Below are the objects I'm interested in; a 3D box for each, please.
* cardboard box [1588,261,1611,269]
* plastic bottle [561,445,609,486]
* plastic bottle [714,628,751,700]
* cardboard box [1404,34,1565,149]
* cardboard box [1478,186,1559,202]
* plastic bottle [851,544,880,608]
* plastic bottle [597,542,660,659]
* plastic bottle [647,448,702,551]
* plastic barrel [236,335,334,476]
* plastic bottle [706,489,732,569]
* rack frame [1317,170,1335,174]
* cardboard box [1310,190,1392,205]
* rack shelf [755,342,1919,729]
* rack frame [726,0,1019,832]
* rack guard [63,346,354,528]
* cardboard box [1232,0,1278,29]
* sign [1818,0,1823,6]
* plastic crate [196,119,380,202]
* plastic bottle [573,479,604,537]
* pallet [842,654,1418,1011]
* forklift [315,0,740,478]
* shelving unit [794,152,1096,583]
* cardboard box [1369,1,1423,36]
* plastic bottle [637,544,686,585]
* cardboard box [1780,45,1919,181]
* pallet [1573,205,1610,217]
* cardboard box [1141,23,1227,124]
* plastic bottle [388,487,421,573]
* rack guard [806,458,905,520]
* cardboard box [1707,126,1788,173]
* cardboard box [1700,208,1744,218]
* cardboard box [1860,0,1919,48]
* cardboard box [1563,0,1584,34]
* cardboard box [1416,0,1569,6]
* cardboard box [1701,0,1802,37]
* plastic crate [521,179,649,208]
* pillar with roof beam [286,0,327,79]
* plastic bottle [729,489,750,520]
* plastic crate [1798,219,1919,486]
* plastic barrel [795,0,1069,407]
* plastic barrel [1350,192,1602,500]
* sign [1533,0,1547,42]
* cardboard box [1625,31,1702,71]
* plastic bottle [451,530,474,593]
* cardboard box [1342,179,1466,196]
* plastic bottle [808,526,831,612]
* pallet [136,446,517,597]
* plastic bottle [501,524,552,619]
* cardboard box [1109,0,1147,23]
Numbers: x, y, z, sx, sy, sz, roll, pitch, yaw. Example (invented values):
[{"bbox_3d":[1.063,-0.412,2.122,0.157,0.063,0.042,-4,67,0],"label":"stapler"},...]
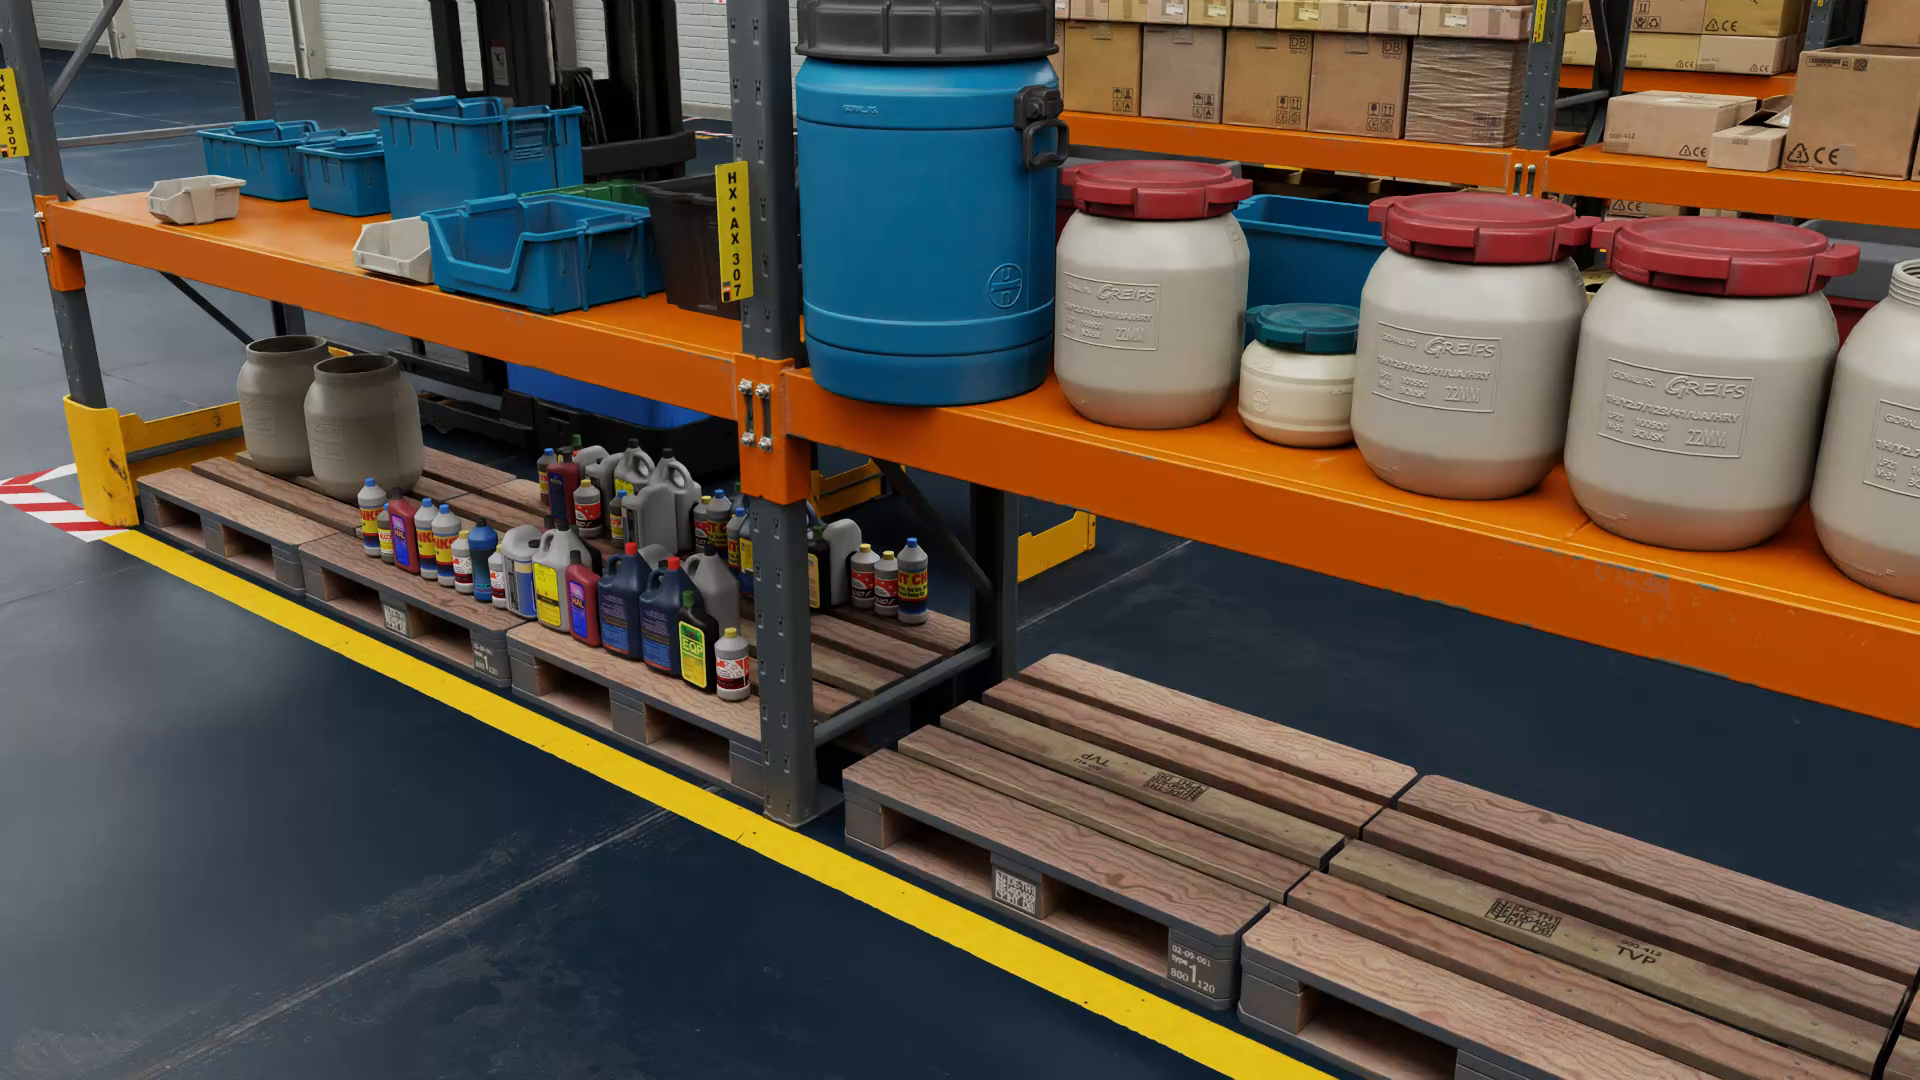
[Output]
[{"bbox_3d":[3.448,-1.268,8.287,0.500,0.311,0.500,16,26,36],"label":"cardboard box"},{"bbox_3d":[-1.403,-0.225,6.250,0.135,0.276,0.152,16,26,37],"label":"plastic bottle"},{"bbox_3d":[-0.660,0.353,4.823,0.097,0.201,0.097,0,21,0],"label":"plastic bottle"},{"bbox_3d":[2.605,-2.252,8.247,0.500,0.500,0.700,15,25,35],"label":"cardboard box"},{"bbox_3d":[4.441,-2.908,13.047,0.500,0.500,0.700,14,25,33],"label":"cardboard box"},{"bbox_3d":[-0.309,0.113,5.461,0.097,0.201,0.097,0,21,0],"label":"plastic bottle"},{"bbox_3d":[-1.012,0.171,5.093,0.185,0.351,0.144,15,25,34],"label":"plastic bottle"},{"bbox_3d":[-1.021,-0.151,5.949,0.185,0.351,0.144,16,26,36],"label":"plastic bottle"},{"bbox_3d":[-2.723,-0.553,6.815,0.421,0.512,0.421,0,21,0],"label":"plastic barrel"},{"bbox_3d":[-0.829,-0.042,5.772,0.097,0.271,0.097,0,21,0],"label":"plastic bottle"},{"bbox_3d":[2.983,-4.355,13.966,0.127,3.000,1.000,16,26,36],"label":"rack frame"},{"bbox_3d":[2.075,-1.527,8.705,0.500,0.500,0.500,16,26,36],"label":"cardboard box"},{"bbox_3d":[1.367,0.028,3.362,4.000,0.370,1.077,16,26,36],"label":"rack shelf"},{"bbox_3d":[-0.182,-0.754,4.418,0.127,3.000,1.000,16,26,36],"label":"rack frame"},{"bbox_3d":[-3.193,-0.473,7.215,0.348,0.500,1.175,16,26,36],"label":"rack guard"},{"bbox_3d":[1.624,-2.744,8.632,0.250,0.149,0.380,17,27,38],"label":"cardboard box"},{"bbox_3d":[5.745,-3.718,11.049,0.005,0.325,0.100,16,26,36],"label":"sign"},{"bbox_3d":[-2.704,-1.547,6.731,0.616,0.251,0.499,16,26,36],"label":"plastic crate"},{"bbox_3d":[-1.360,-0.121,6.079,0.097,0.201,0.097,0,21,0],"label":"plastic bottle"},{"bbox_3d":[0.451,0.715,4.473,1.213,0.211,1.003,16,26,36],"label":"pallet"},{"bbox_3d":[-2.094,-2.011,7.847,3.031,2.935,1.130,16,26,36],"label":"forklift"},{"bbox_3d":[-0.059,-0.719,6.449,1.083,1.500,0.587,16,26,36],"label":"shelving unit"},{"bbox_3d":[2.212,-2.574,8.181,0.250,0.149,0.380,15,25,35],"label":"cardboard box"},{"bbox_3d":[-0.938,0.160,5.229,0.135,0.276,0.152,16,26,36],"label":"plastic bottle"},{"bbox_3d":[3.945,-1.861,7.211,0.500,0.500,0.500,18,27,40],"label":"cardboard box"},{"bbox_3d":[4.590,-2.570,13.185,1.213,0.211,1.003,16,26,36],"label":"pallet"},{"bbox_3d":[1.408,-2.595,9.156,0.500,0.500,0.700,17,27,38],"label":"cardboard box"},{"bbox_3d":[-1.910,-0.037,5.740,0.133,0.283,0.061,17,26,37],"label":"plastic bottle"},{"bbox_3d":[-0.445,-0.245,6.964,0.087,0.250,0.587,16,26,36],"label":"rack guard"},{"bbox_3d":[3.510,-1.737,7.378,0.250,0.149,0.380,16,26,36],"label":"cardboard box"},{"bbox_3d":[5.649,-2.454,12.316,0.250,0.166,0.380,12,24,29],"label":"cardboard box"},{"bbox_3d":[6.455,-3.592,11.178,0.500,0.500,0.700,16,26,36],"label":"cardboard box"},{"bbox_3d":[2.867,-2.571,8.174,0.250,0.149,0.380,16,26,36],"label":"cardboard box"},{"bbox_3d":[2.605,-2.859,8.018,0.500,0.500,0.700,16,26,37],"label":"cardboard box"},{"bbox_3d":[5.520,-3.774,11.546,0.500,0.500,0.500,16,26,36],"label":"cardboard box"},{"bbox_3d":[-1.055,-1.035,5.463,0.662,0.188,0.450,16,26,36],"label":"plastic crate"},{"bbox_3d":[-12.595,-10.082,20.649,0.400,9.000,9.100,16,26,36],"label":"pillar with roof beam"},{"bbox_3d":[-0.691,-0.057,5.698,0.185,0.351,0.144,15,25,34],"label":"plastic bottle"},{"bbox_3d":[1.858,-0.336,3.218,0.583,0.464,0.402,16,26,36],"label":"plastic crate"},{"bbox_3d":[-0.074,-0.820,3.881,0.708,0.901,0.600,16,26,36],"label":"plastic barrel"},{"bbox_3d":[0.989,-0.381,3.235,0.433,0.535,0.433,0,21,0],"label":"plastic barrel"},{"bbox_3d":[2.603,-2.398,7.436,0.005,0.325,0.100,16,26,36],"label":"sign"},{"bbox_3d":[5.143,-3.538,11.984,0.500,0.250,0.500,16,26,37],"label":"cardboard box"},{"bbox_3d":[-1.654,0.067,5.581,0.097,0.201,0.097,0,21,0],"label":"plastic bottle"},{"bbox_3d":[2.399,-1.667,9.076,0.500,0.500,0.500,16,26,36],"label":"cardboard box"},{"bbox_3d":[-0.487,0.084,5.420,0.133,0.283,0.061,16,26,36],"label":"plastic bottle"},{"bbox_3d":[-2.567,-0.155,6.781,1.213,0.211,1.003,16,26,36],"label":"pallet"},{"bbox_3d":[-1.386,0.097,5.396,0.135,0.276,0.152,17,26,37],"label":"plastic bottle"},{"bbox_3d":[1.021,-2.917,9.092,0.250,0.149,0.380,16,26,36],"label":"cardboard box"}]
